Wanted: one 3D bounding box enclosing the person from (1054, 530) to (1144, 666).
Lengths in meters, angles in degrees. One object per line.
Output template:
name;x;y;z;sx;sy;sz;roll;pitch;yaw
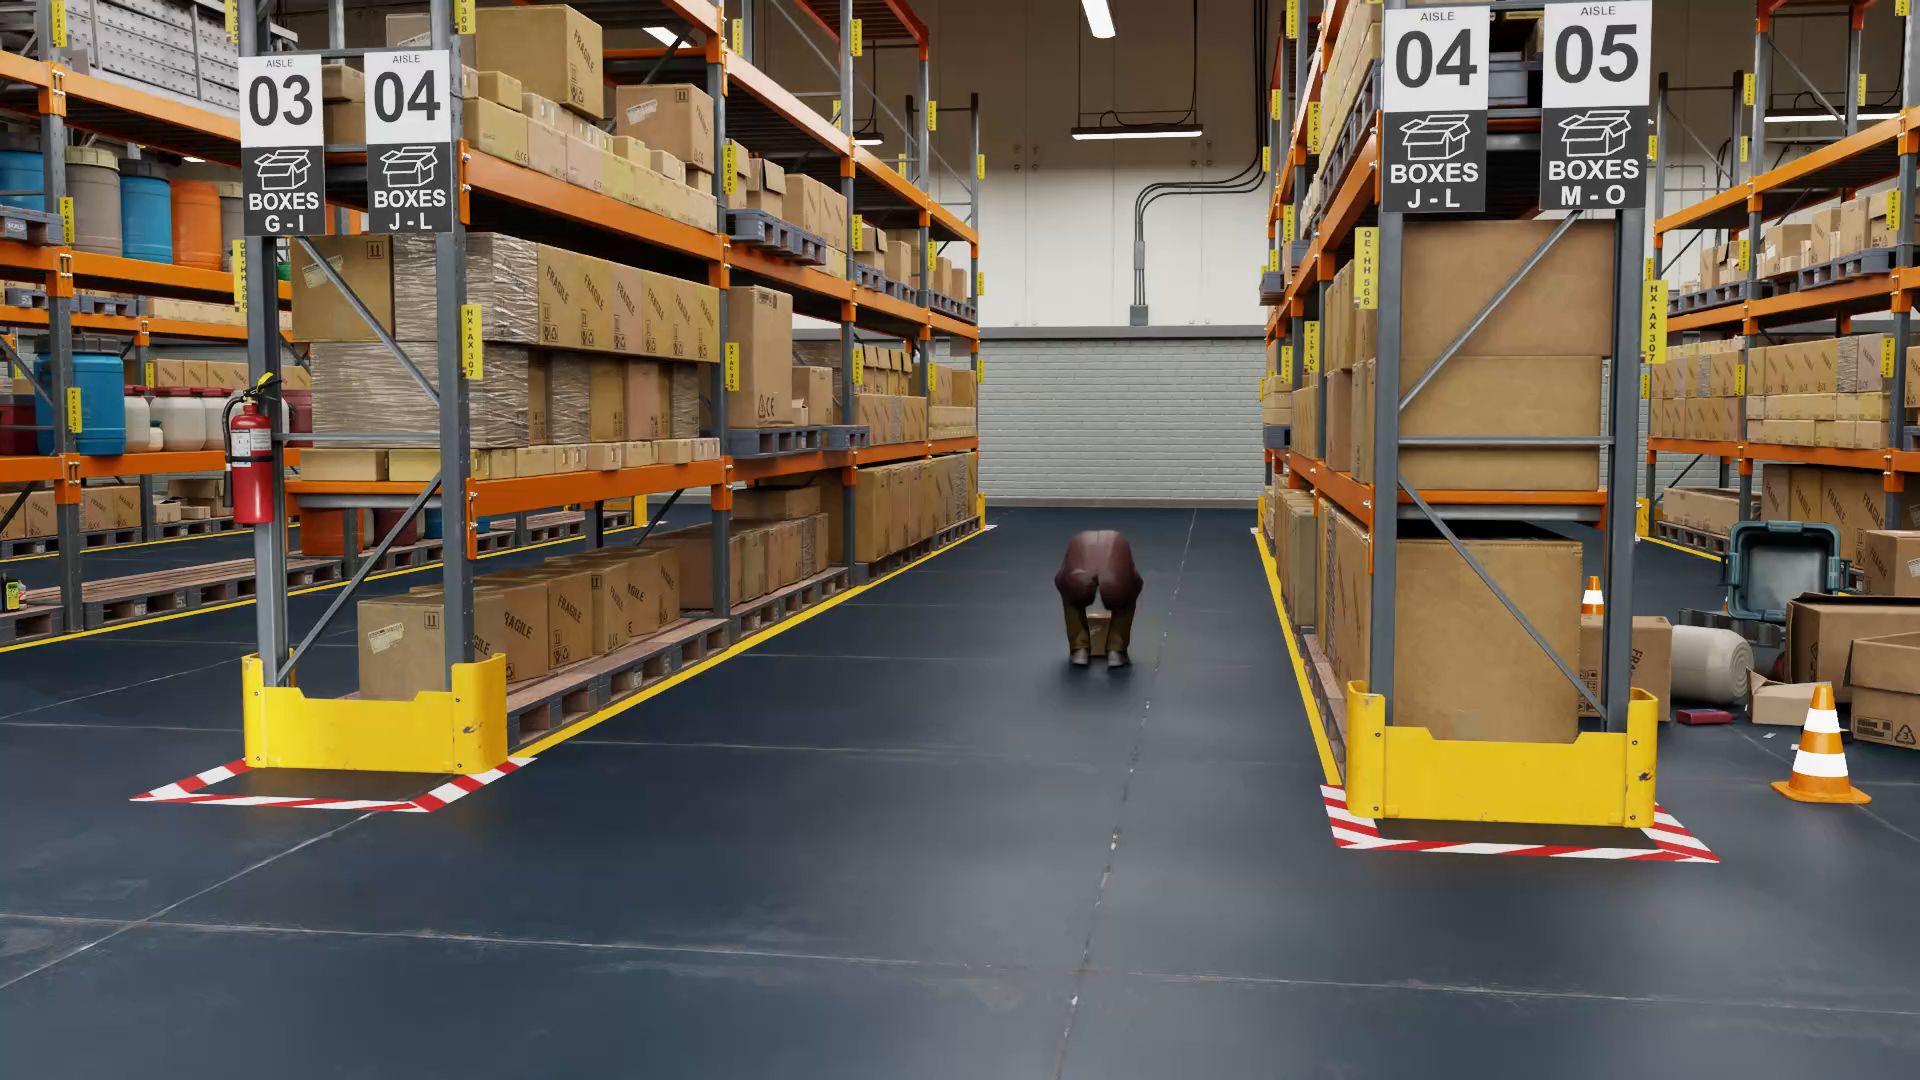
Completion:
person;0.909;0.370;10.872;0.583;0.881;0.952;1;4;7
